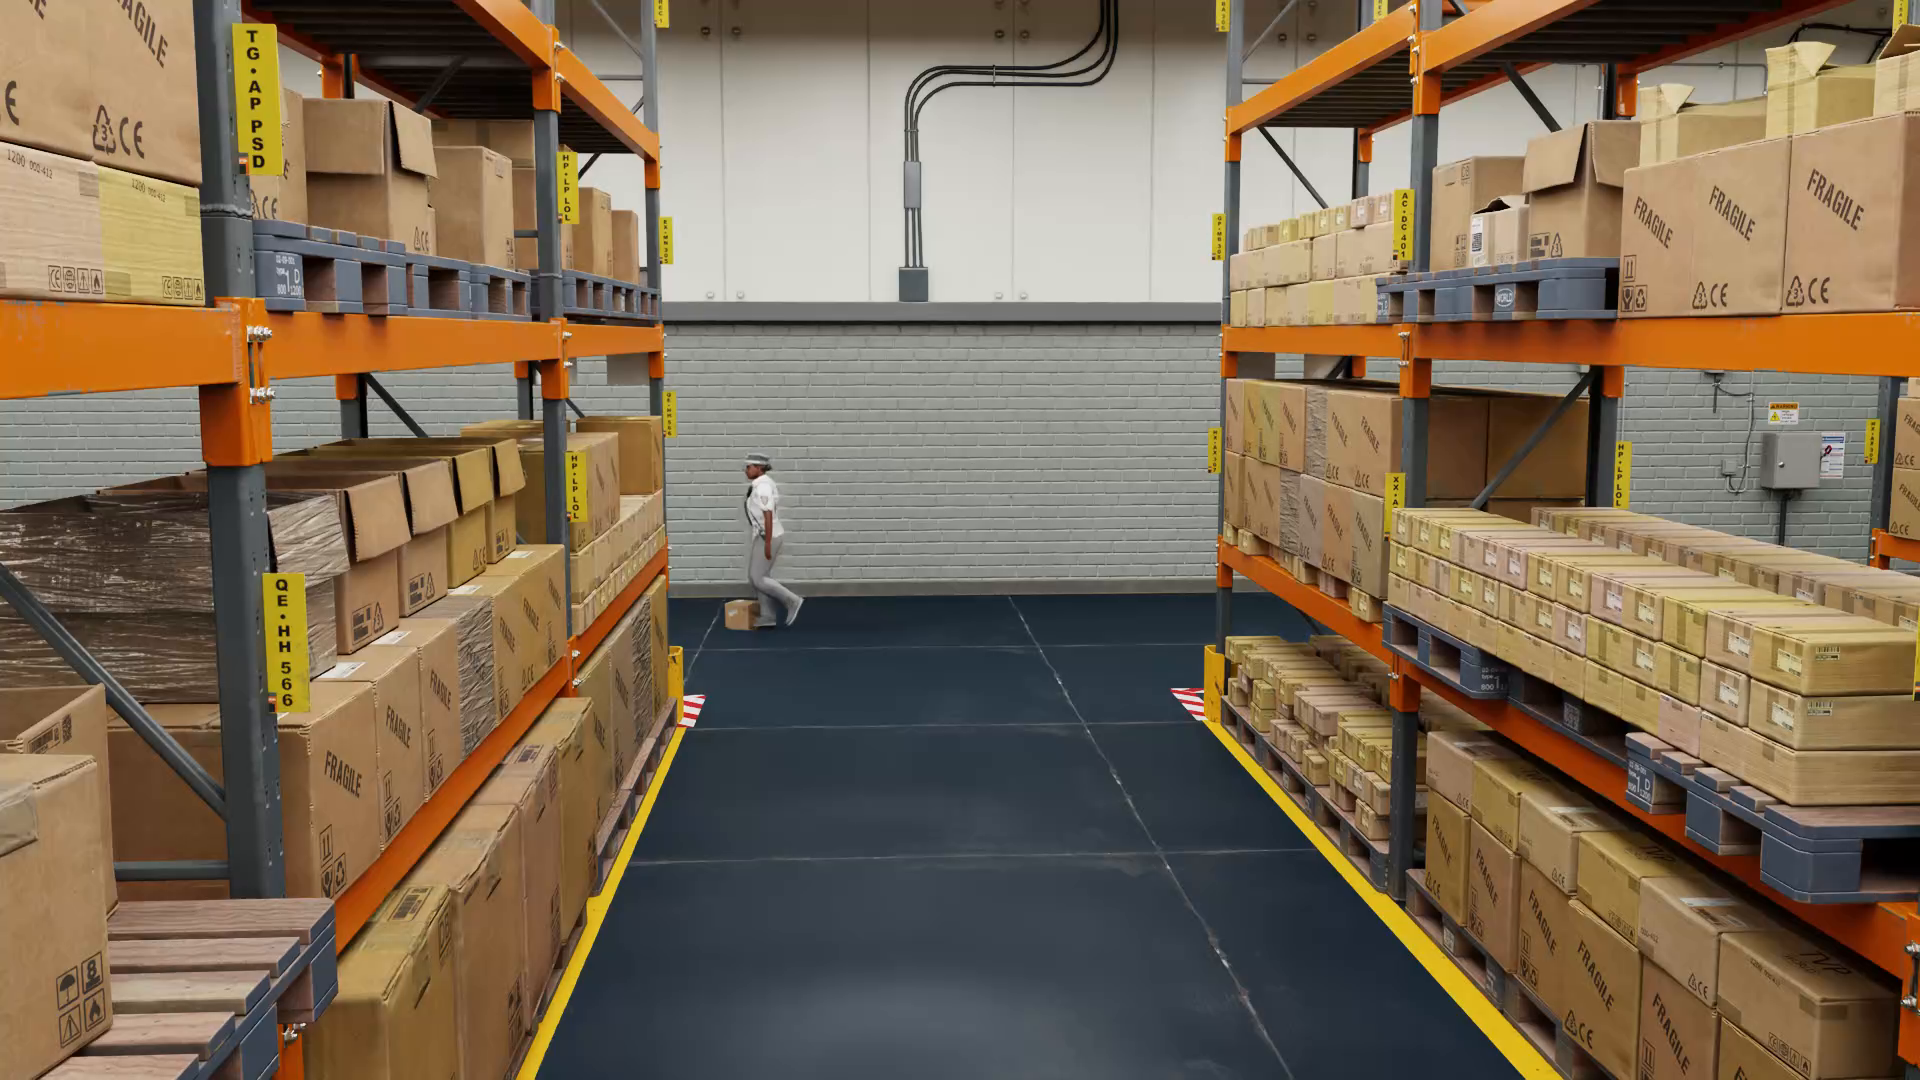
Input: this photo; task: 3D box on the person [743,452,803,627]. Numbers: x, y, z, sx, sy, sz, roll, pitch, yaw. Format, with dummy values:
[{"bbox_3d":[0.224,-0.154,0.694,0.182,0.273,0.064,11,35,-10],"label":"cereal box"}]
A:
[{"bbox_3d":[-1.759,0.002,15.560,0.527,1.647,0.456,-1,7,-6],"label":"person"}]
